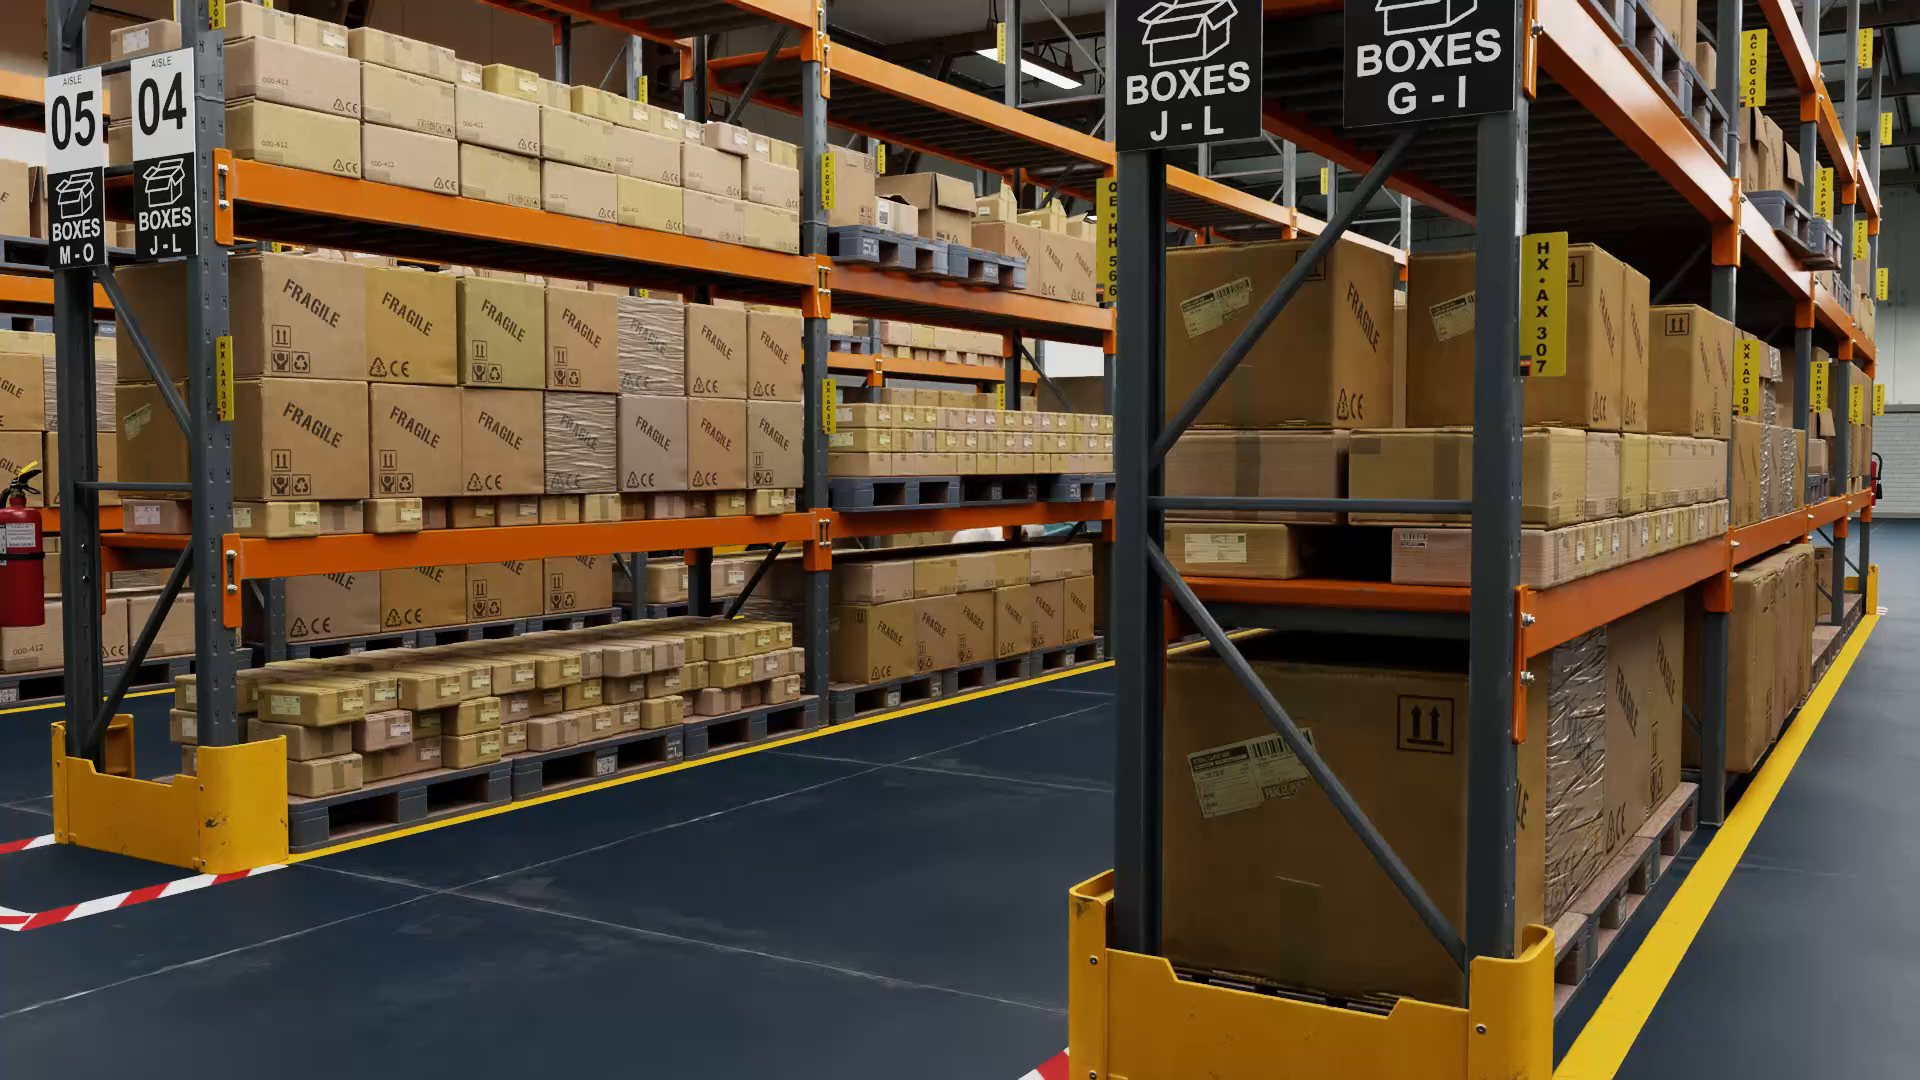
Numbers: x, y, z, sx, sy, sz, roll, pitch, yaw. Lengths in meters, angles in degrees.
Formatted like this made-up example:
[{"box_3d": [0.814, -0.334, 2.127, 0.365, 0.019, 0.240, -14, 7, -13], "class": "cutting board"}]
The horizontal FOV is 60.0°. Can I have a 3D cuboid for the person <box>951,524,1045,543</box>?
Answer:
[{"box_3d": [0.385, 0.302, 16.277, 0.966, 1.050, 0.515, 2, 3, 28], "class": "person"}]
